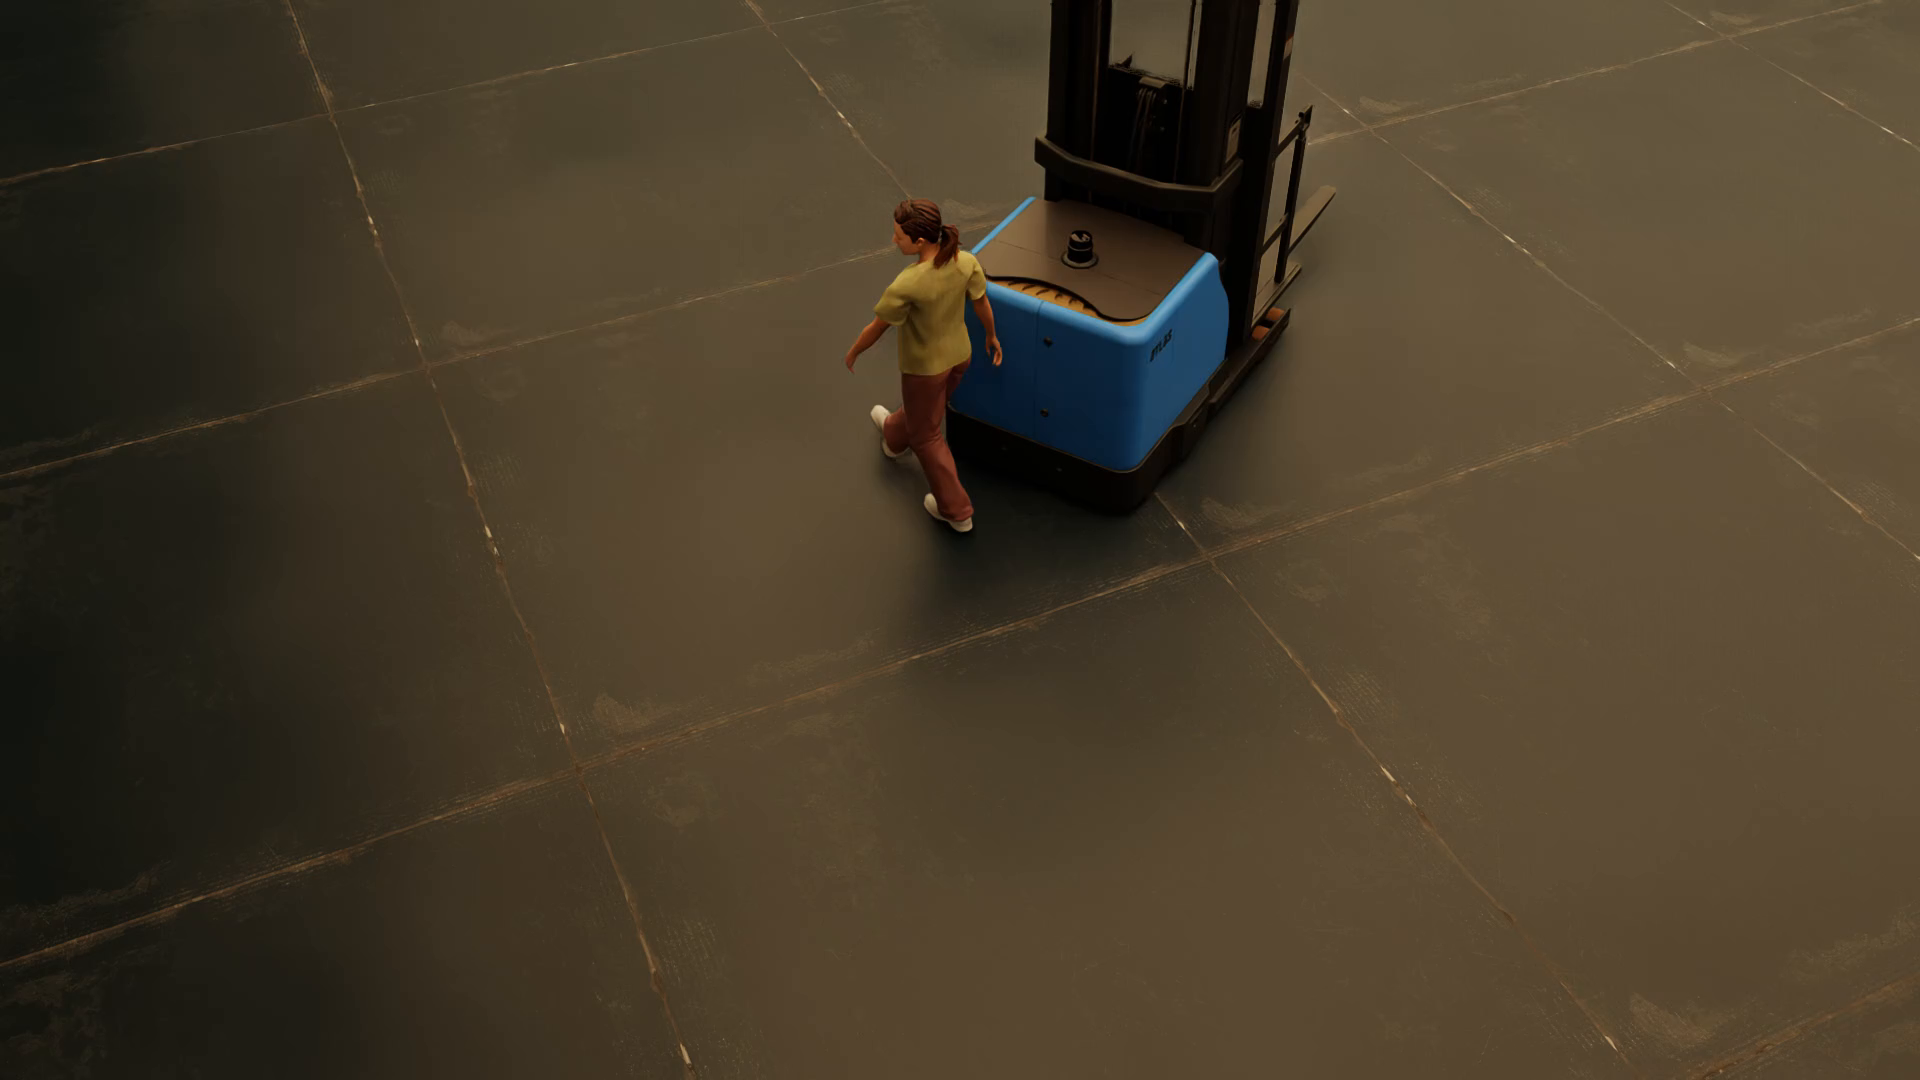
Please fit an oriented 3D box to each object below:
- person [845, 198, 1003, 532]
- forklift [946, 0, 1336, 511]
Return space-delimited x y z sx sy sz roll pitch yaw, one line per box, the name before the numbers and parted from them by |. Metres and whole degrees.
person | -0.197 -0.884 7.581 0.649 1.633 0.883 -32 52 -30
forklift | 1.124 -2.197 8.035 1.130 2.935 3.031 22 47 22
